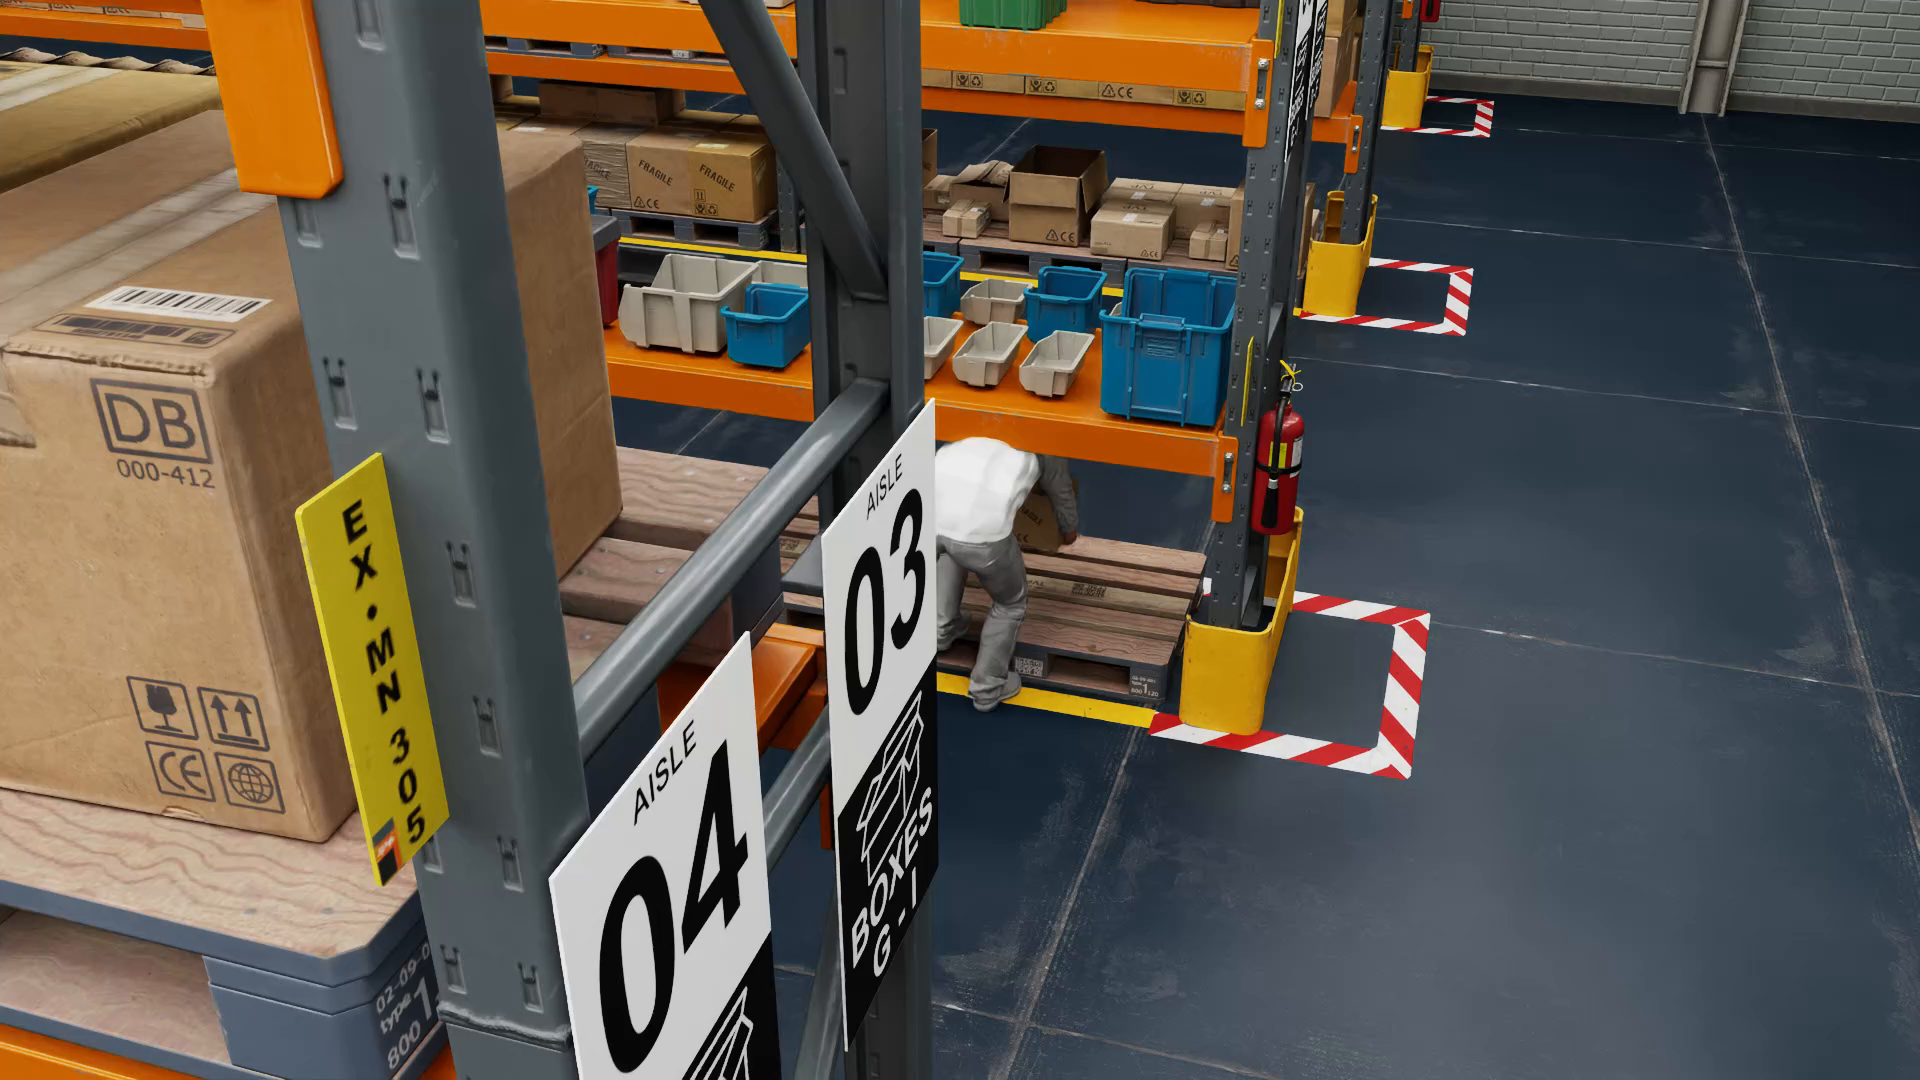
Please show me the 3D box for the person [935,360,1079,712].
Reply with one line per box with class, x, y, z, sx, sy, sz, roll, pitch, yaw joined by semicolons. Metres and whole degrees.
person;0.152;-0.038;7.104;0.496;1.352;0.936;17;33;28
